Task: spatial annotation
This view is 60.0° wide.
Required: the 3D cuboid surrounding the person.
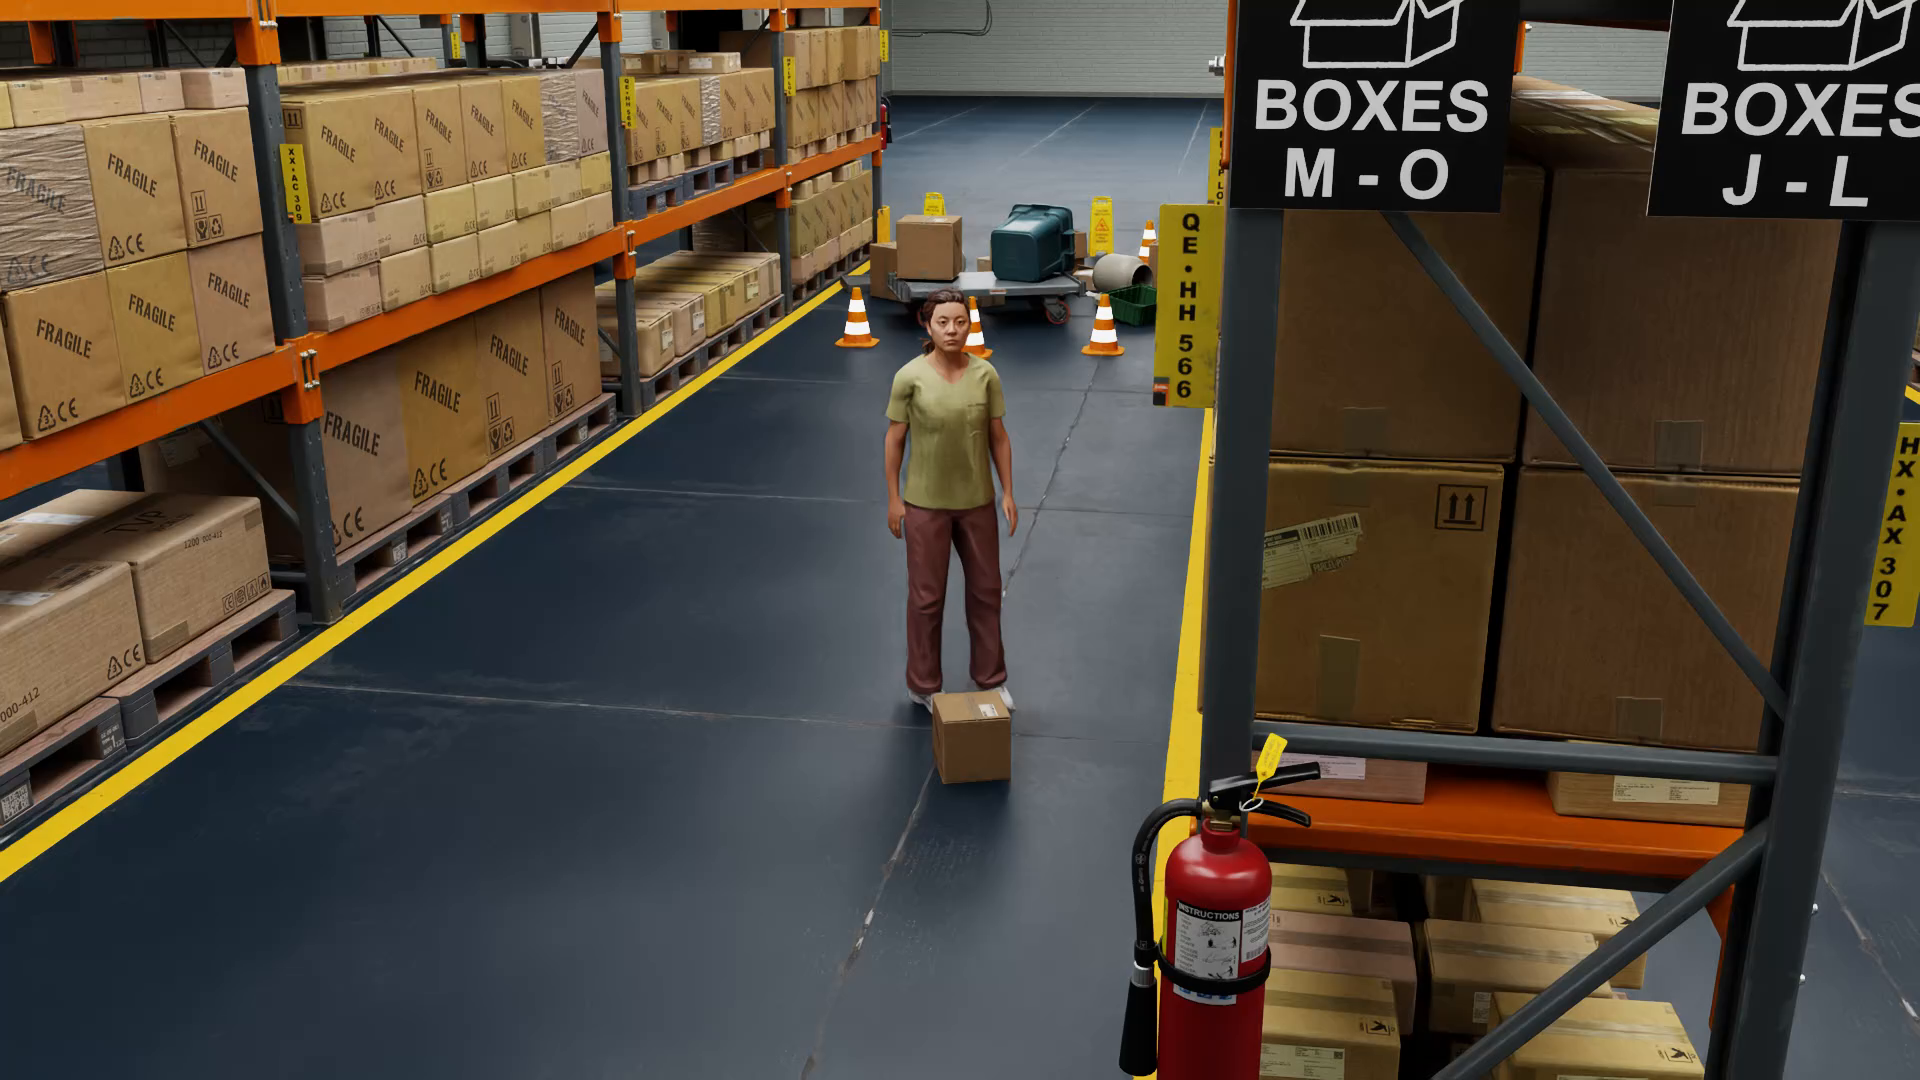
[{"bbox_3d":[-0.036,-0.134,6.420,0.482,1.679,0.384,-5,19,-16],"label":"person"}]
